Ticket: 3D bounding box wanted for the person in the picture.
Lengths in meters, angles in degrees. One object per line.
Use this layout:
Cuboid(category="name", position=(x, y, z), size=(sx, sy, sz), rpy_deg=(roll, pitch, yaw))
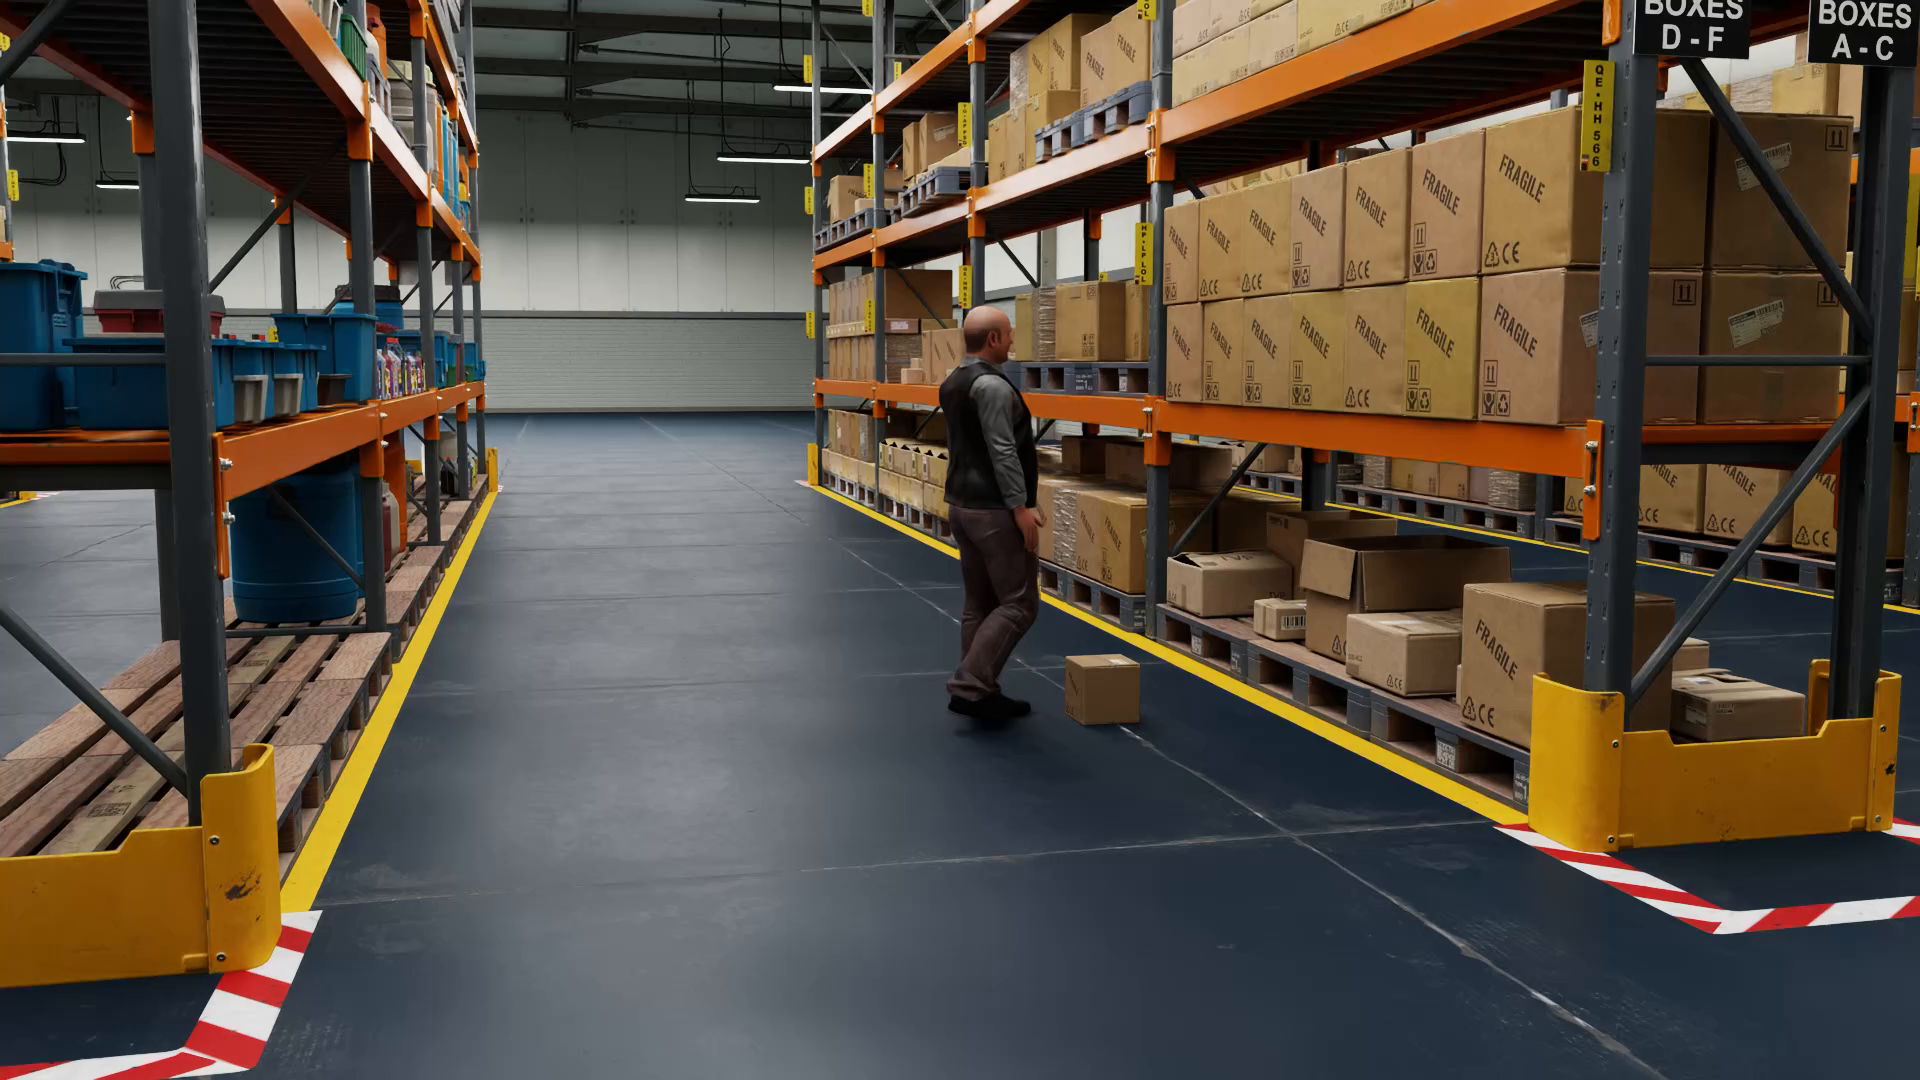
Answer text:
Cuboid(category="person", position=(0.131, -0.097, 6.880), size=(0.463, 1.731, 0.552), rpy_deg=(-2, 6, -21))
